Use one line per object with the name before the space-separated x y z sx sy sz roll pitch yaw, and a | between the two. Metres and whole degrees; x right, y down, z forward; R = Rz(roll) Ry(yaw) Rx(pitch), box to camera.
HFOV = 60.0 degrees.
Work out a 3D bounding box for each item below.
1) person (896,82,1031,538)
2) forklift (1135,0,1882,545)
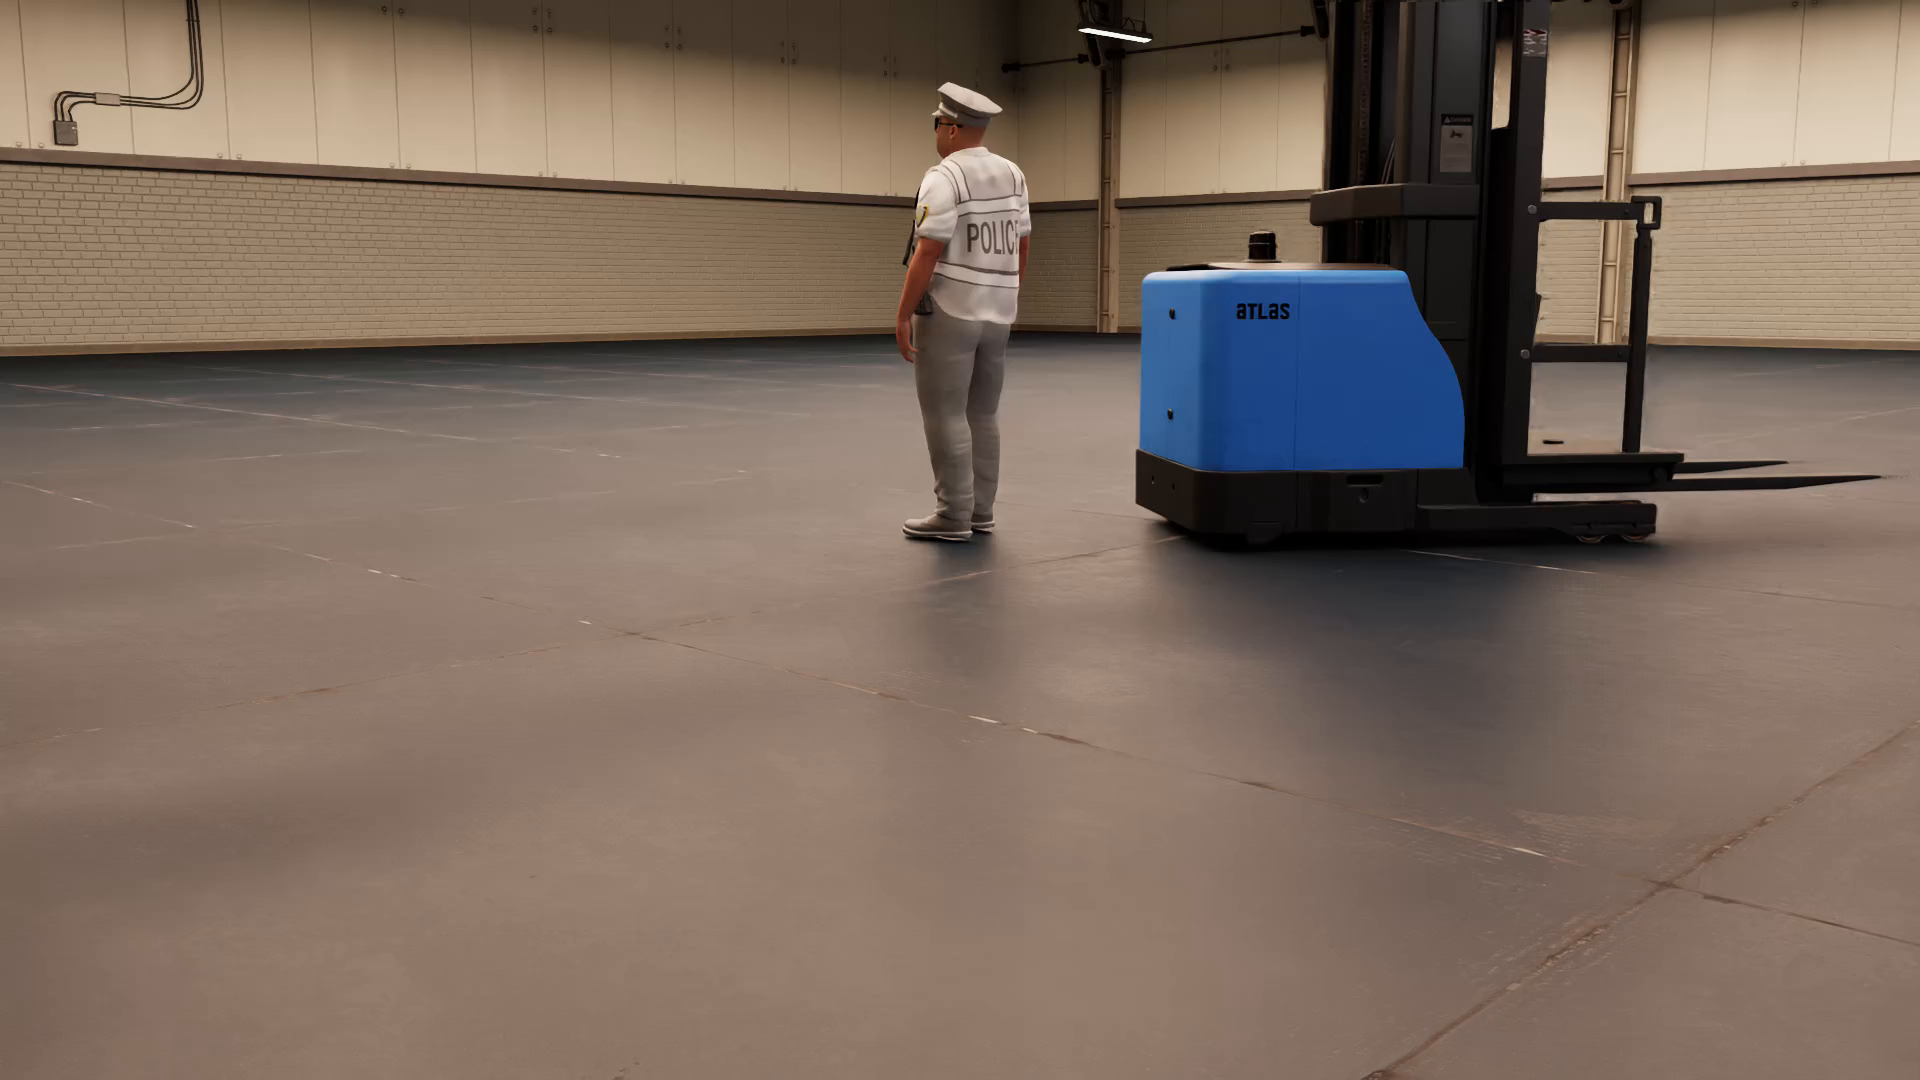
person | -0.048 -0.899 6.645 0.574 1.781 0.641 8 12 43
forklift | 2.334 -1.510 6.901 3.031 2.935 1.130 -1 9 -9
